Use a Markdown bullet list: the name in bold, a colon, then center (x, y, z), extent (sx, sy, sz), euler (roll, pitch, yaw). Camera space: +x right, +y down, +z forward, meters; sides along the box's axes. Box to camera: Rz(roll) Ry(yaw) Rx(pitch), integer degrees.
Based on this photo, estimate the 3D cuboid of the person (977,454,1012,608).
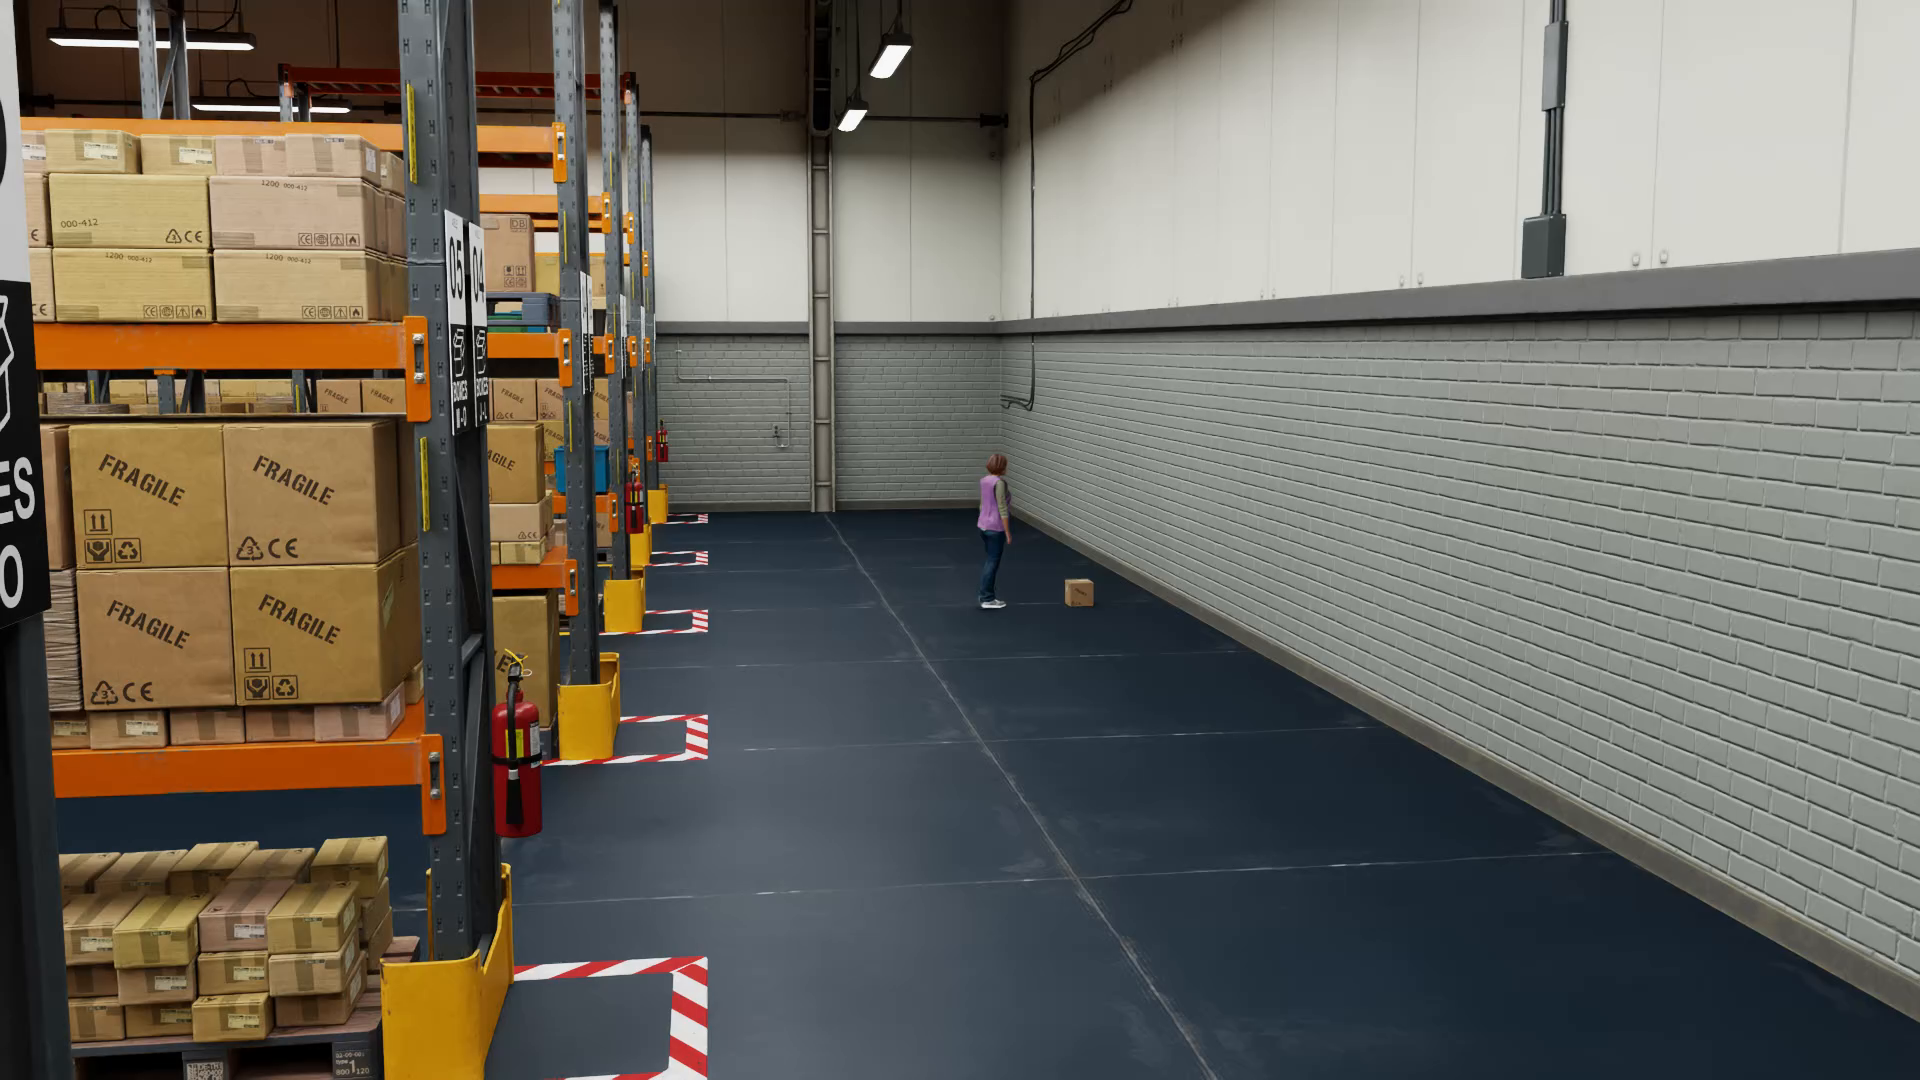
- **person**: center (0.339, -0.076, 17.219), extent (0.365, 1.640, 0.477), euler (-3, 8, -27)
